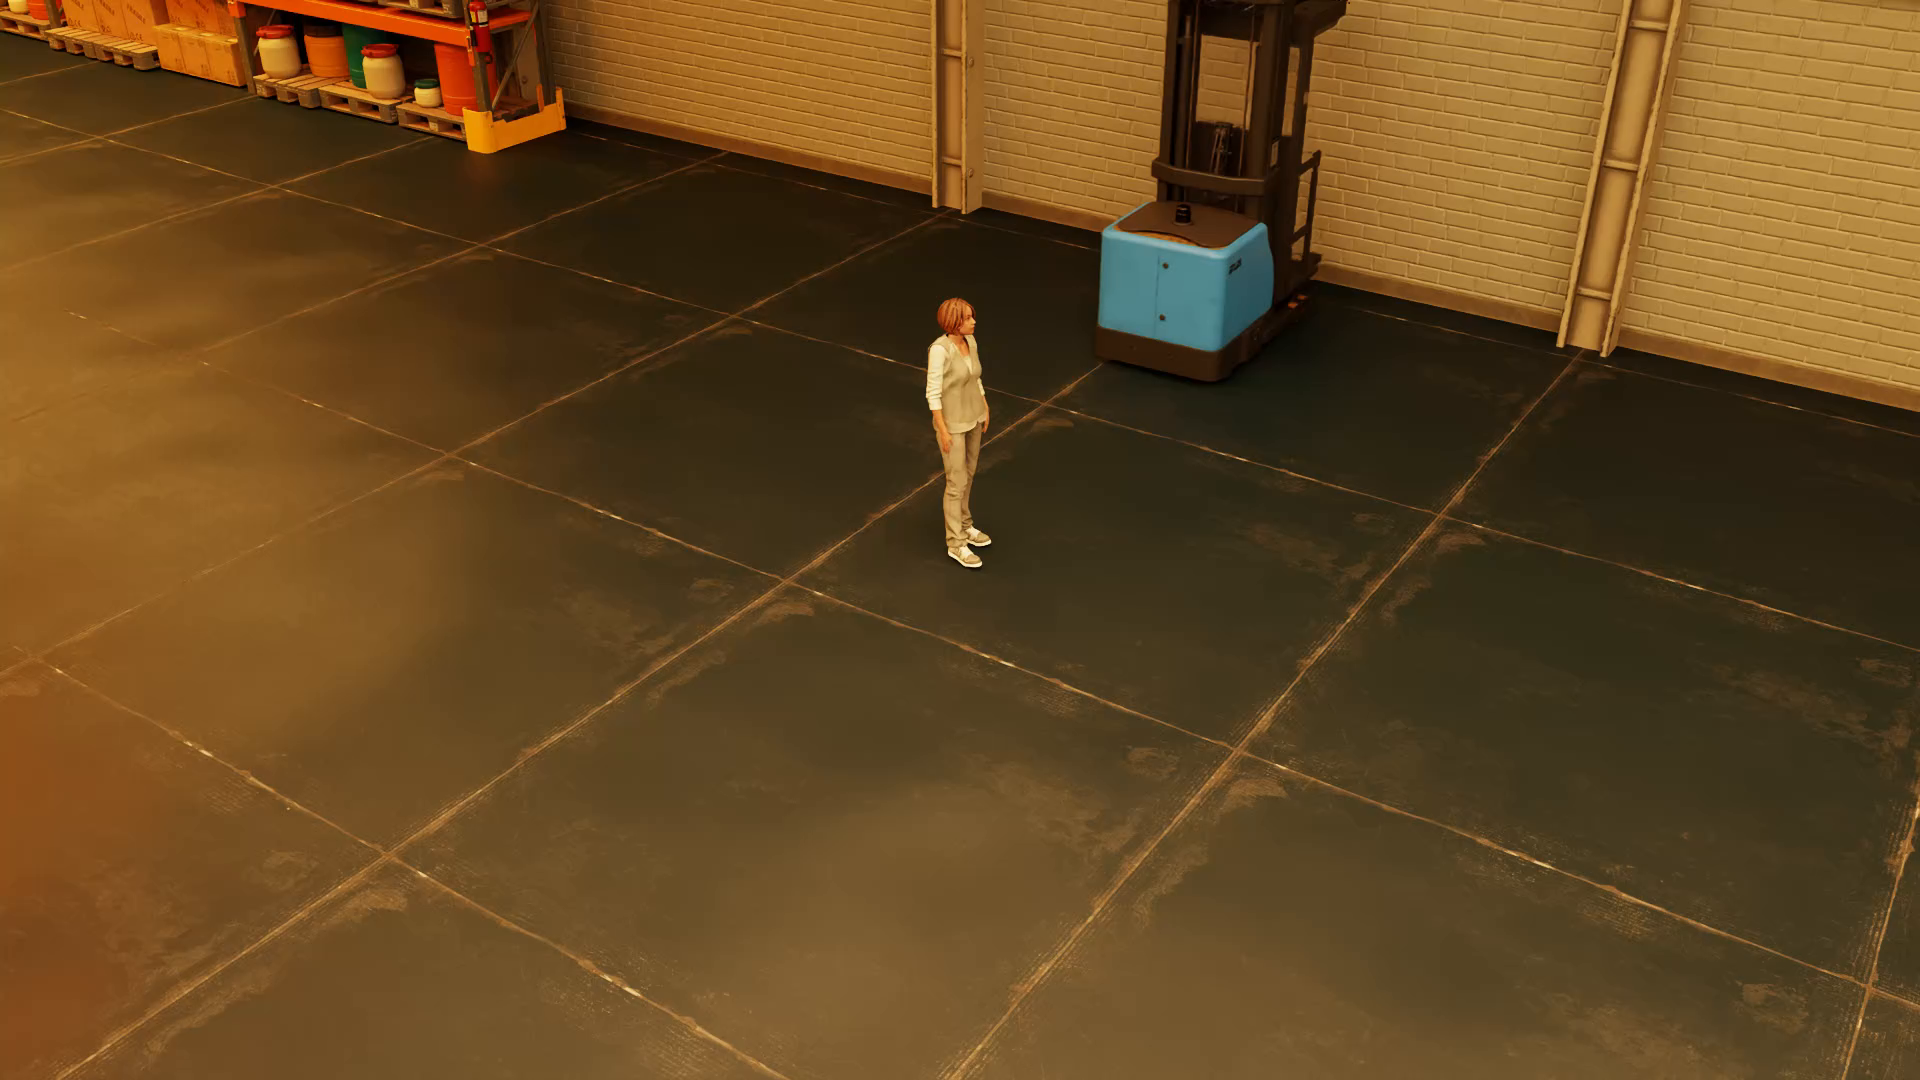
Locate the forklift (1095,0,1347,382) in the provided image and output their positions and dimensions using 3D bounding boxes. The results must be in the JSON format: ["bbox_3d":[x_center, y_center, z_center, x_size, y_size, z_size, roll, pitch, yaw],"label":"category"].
[{"bbox_3d":[2.240,-3.149,13.004,1.130,2.935,3.031,17,34,27],"label":"forklift"}]

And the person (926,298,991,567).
[{"bbox_3d":[0.054,-0.670,10.050,0.473,1.599,0.521,19,35,29],"label":"person"}]
